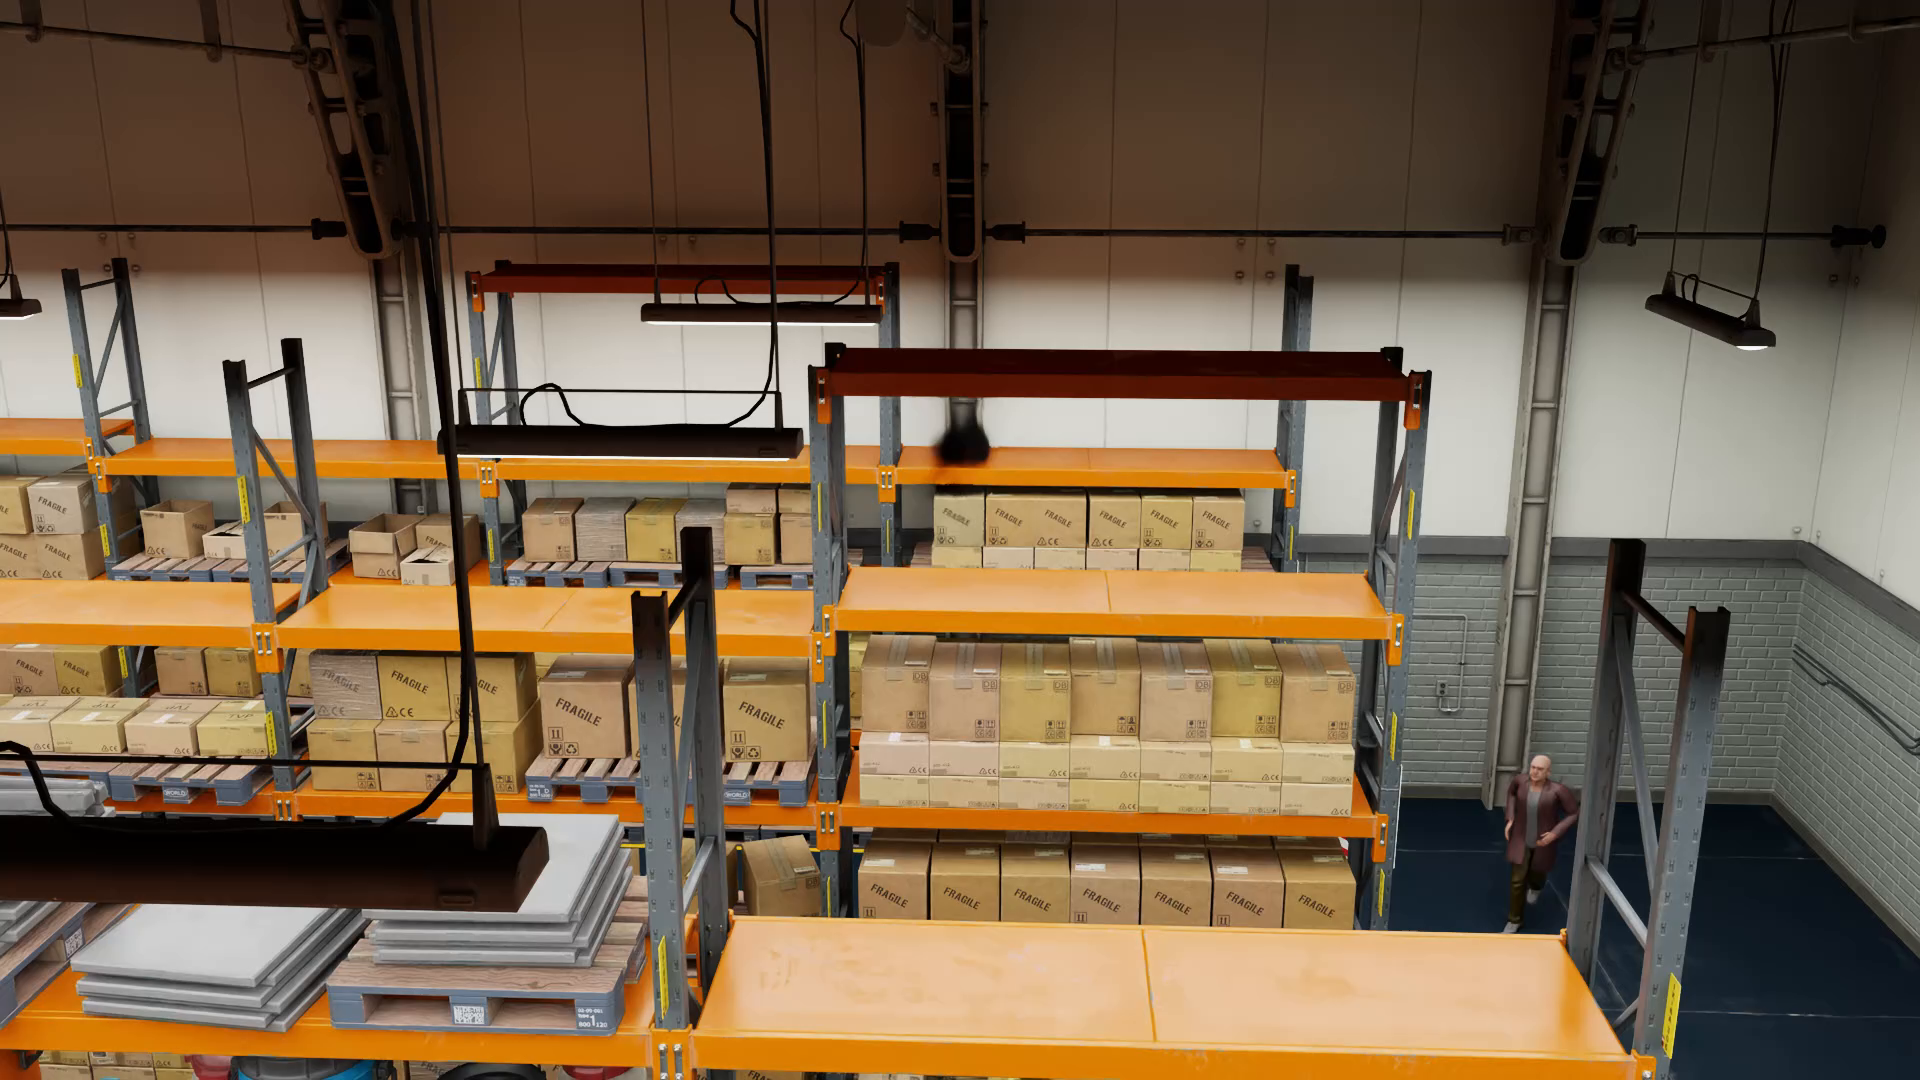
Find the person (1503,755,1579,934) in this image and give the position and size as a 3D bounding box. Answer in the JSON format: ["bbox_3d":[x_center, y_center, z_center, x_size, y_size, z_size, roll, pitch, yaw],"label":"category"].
[{"bbox_3d":[5.469,2.831,15.705,0.714,1.797,0.888,11,19,33],"label":"person"}]
